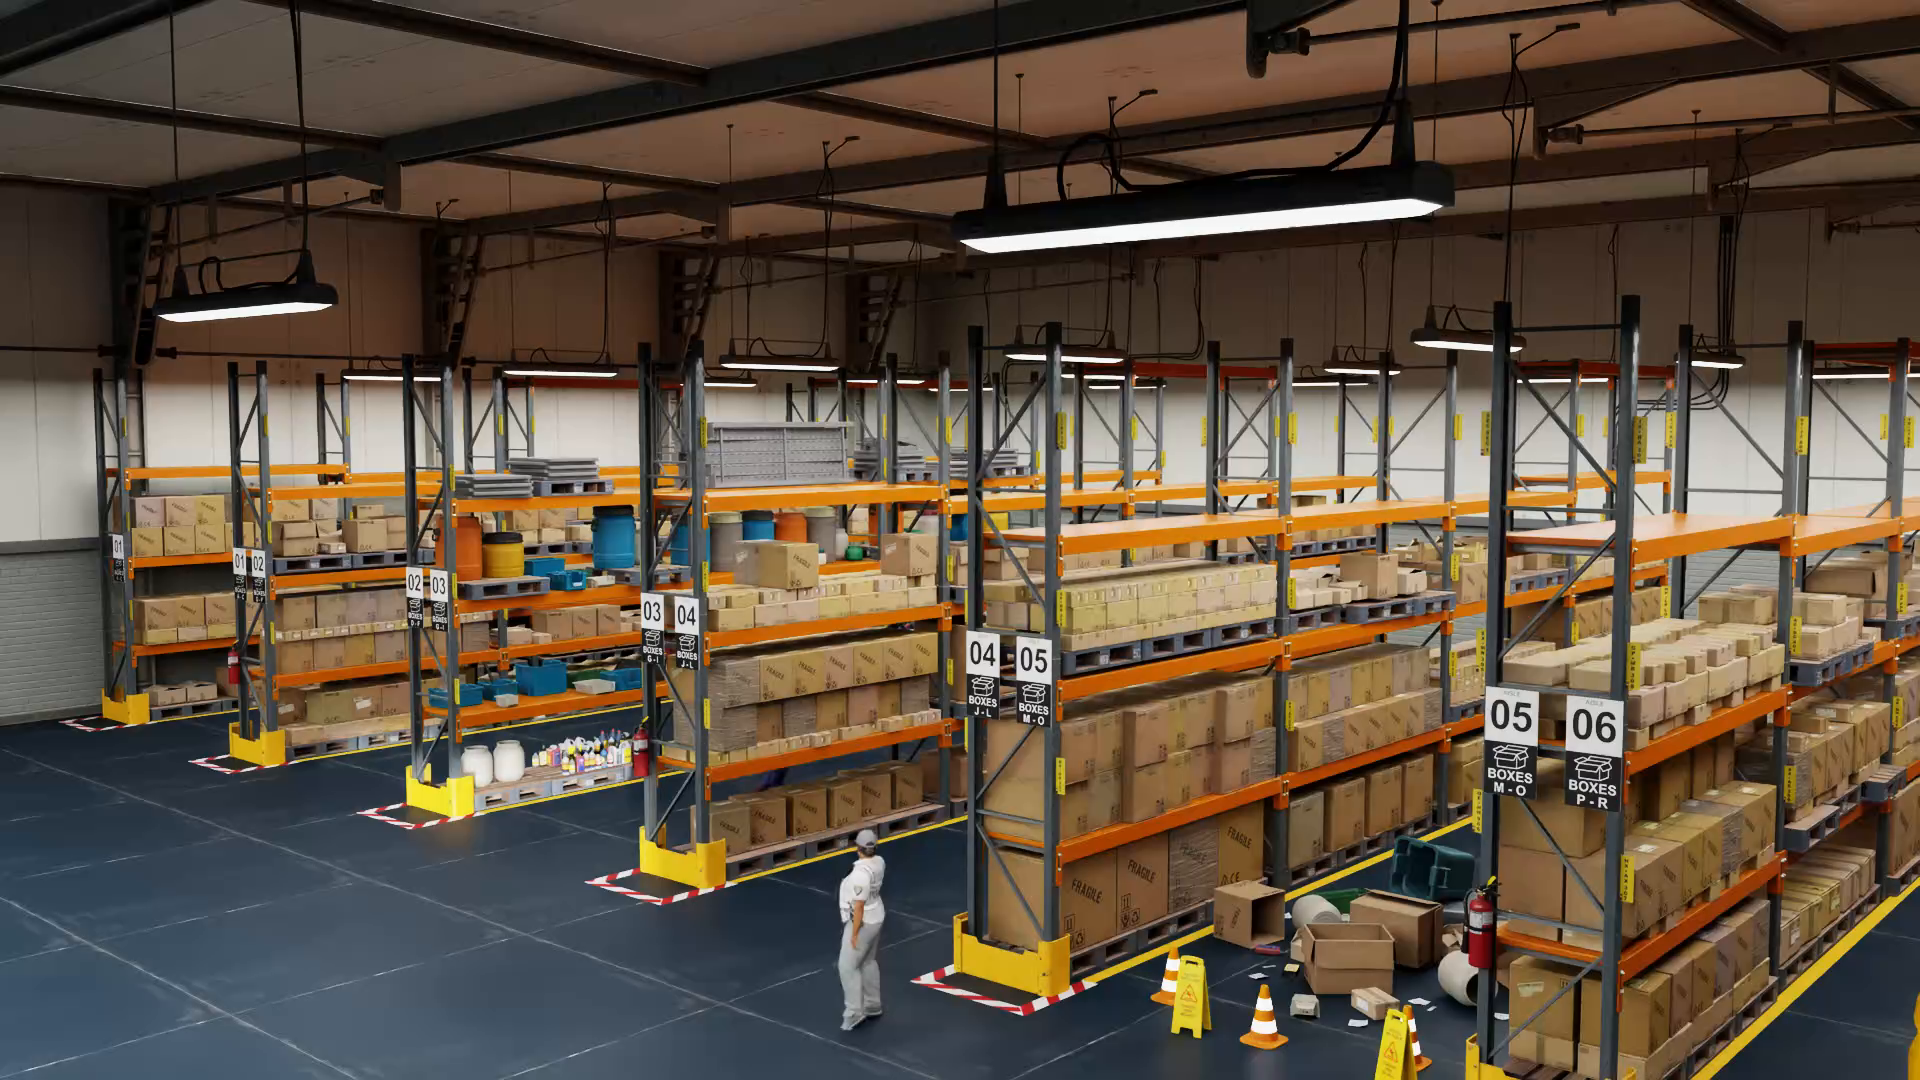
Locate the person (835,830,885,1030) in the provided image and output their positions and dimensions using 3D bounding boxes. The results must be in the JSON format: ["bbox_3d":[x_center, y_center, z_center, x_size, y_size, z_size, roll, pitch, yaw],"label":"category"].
[{"bbox_3d":[-0.853,3.335,14.245,0.419,1.754,0.528,0,4,2],"label":"person"}]
